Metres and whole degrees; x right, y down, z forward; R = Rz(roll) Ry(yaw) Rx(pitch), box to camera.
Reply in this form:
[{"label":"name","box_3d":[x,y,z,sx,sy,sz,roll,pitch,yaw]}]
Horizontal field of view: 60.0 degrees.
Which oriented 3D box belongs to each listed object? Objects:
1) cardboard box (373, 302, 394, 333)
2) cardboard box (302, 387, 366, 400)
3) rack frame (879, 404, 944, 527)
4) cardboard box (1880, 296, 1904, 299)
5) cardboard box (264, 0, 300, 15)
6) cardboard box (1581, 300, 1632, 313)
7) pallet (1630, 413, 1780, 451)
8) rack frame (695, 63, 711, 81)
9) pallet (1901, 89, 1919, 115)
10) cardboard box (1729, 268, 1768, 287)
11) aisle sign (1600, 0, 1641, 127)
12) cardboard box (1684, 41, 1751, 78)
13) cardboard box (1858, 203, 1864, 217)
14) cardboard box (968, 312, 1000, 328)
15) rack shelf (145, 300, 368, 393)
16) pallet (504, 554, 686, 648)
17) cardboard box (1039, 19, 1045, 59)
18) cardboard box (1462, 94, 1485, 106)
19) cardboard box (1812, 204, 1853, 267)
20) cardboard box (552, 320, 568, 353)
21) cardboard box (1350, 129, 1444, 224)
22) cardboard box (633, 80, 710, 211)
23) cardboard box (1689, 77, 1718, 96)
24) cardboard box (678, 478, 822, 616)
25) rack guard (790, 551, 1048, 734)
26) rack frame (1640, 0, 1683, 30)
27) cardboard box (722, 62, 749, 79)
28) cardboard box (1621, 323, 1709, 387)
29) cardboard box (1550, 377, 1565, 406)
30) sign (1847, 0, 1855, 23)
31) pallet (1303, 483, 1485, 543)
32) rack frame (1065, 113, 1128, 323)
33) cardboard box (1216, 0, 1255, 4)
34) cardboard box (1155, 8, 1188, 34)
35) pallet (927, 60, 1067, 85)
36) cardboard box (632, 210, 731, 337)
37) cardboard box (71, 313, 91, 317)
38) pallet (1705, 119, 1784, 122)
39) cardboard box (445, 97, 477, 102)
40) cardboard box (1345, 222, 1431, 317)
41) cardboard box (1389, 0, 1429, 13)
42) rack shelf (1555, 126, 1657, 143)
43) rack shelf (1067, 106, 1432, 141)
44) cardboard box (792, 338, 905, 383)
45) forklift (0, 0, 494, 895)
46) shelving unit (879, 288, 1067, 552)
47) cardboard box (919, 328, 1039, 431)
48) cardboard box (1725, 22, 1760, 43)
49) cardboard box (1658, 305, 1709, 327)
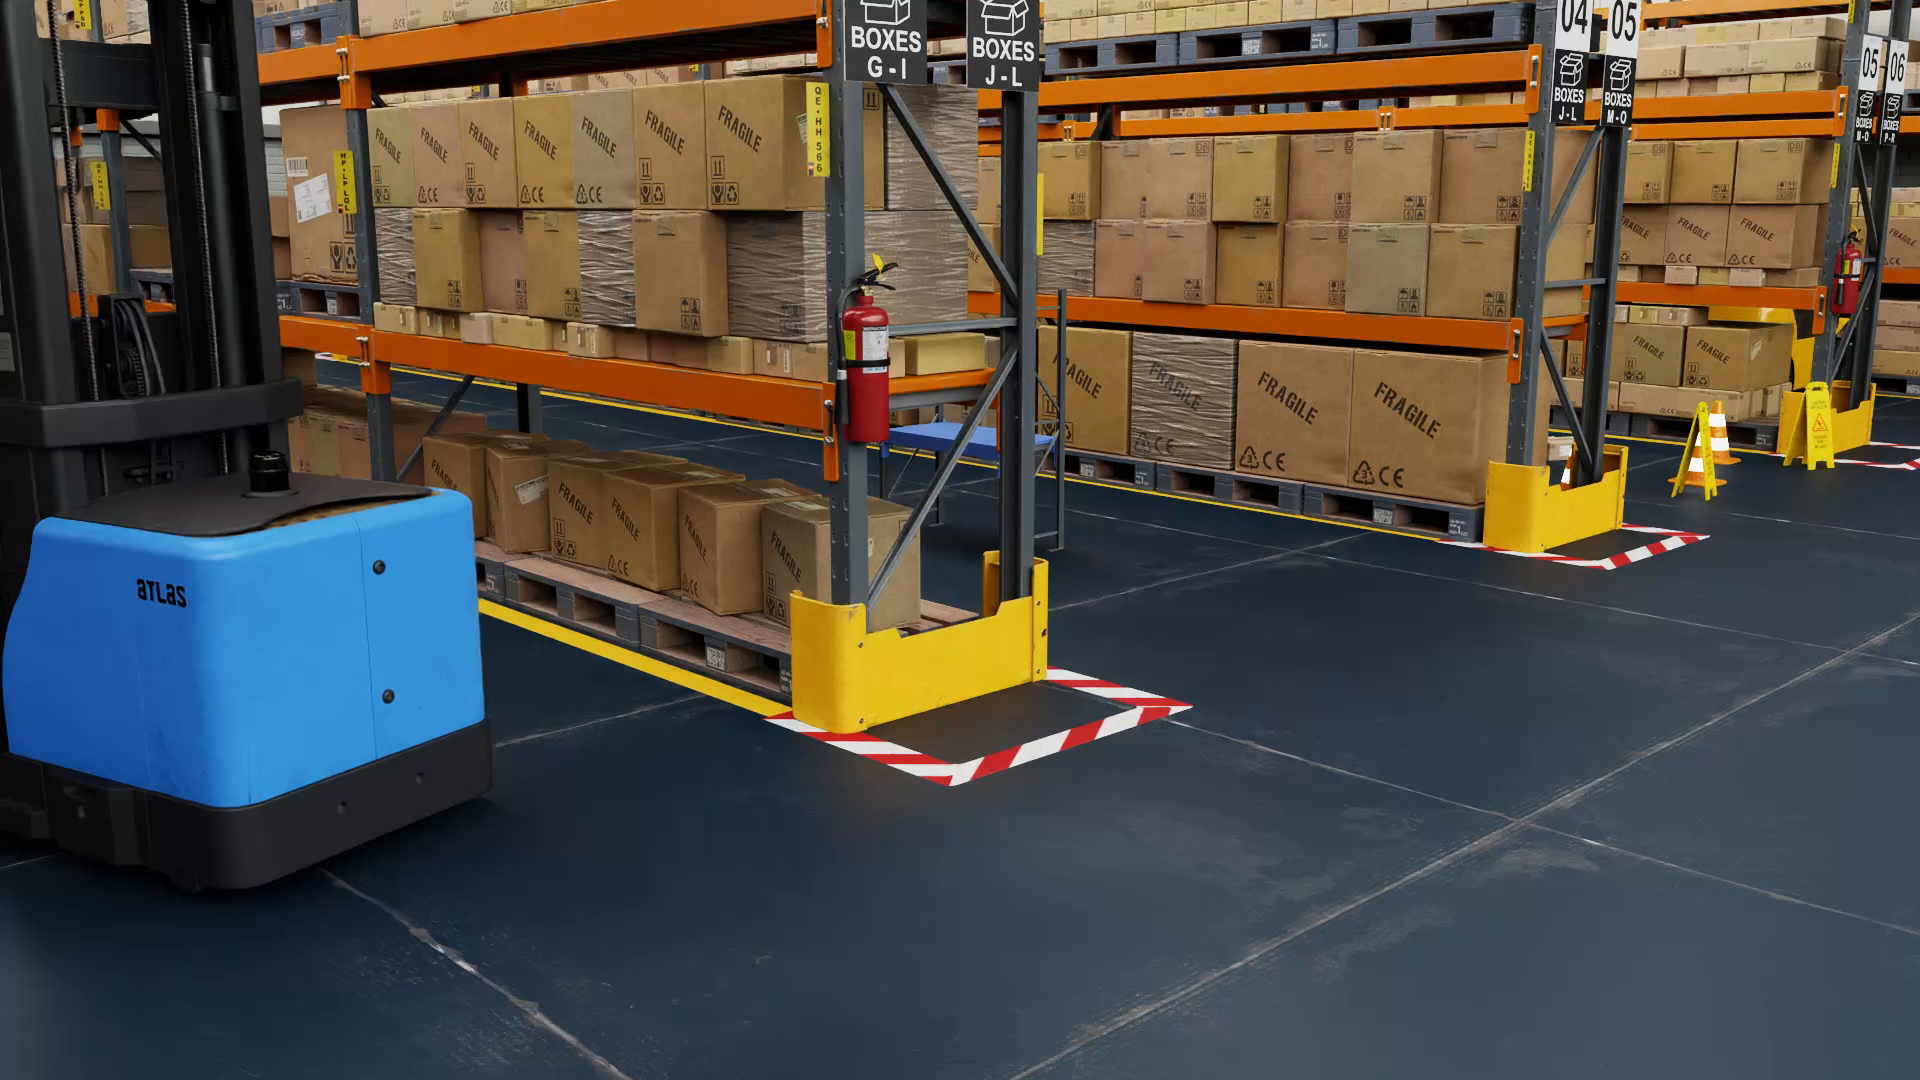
[{"label":"cardboard box","box_3d":[-2.923,-1.208,8.964,0.380,0.149,0.250,-11,16,-43]},{"label":"cardboard box","box_3d":[-4.350,-0.723,11.093,0.700,0.500,0.500,-9,15,-38]},{"label":"rack frame","box_3d":[-0.292,-0.796,10.060,0.500,1.500,0.032,-11,16,-43]},{"label":"cardboard box","box_3d":[9.783,-2.486,17.839,0.500,0.250,0.500,-11,16,-43]},{"label":"cardboard box","box_3d":[-3.758,-3.349,10.005,0.797,0.503,0.637,-10,15,-40]},{"label":"cardboard box","box_3d":[7.533,-2.595,19.916,0.875,0.625,0.625,-10,15,-40]},{"label":"pallet","box_3d":[6.488,-0.970,14.098,1.003,0.211,1.213,-11,16,-43]},{"label":"rack frame","box_3d":[-1.959,-5.603,14.805,1.000,3.000,0.127,-11,16,-43]},{"label":"pallet","box_3d":[10.194,-4.426,16.748,1.003,0.211,1.213,-11,16,-43]},{"label":"cardboard box","box_3d":[6.408,-2.125,13.413,0.380,0.149,0.250,-11,16,-43]},{"label":"aisle sign","box_3d":[3.831,-2.802,9.634,0.394,0.787,0.004,-11,16,-43]},{"label":"cardboard box","box_3d":[6.191,-3.855,13.392,0.500,0.250,0.500,-11,16,-43]},{"label":"cardboard box","box_3d":[9.507,-3.422,17.231,0.250,0.149,0.380,11,16,43]},{"label":"cardboard box","box_3d":[0.521,-2.777,20.183,0.875,0.875,0.875,-11,16,-42]},{"label":"rack shelf","box_3d":[-4.235,-1.344,10.783,1.077,0.370,4.000,-11,16,-43]},{"label":"pallet","box_3d":[-1.518,0.233,8.259,1.003,0.211,1.213,-11,16,-43]},{"label":"cardboard box","box_3d":[0.567,-3.862,12.832,0.258,0.266,0.396,-11,16,-43]},{"label":"cardboard box","box_3d":[4.743,-3.985,15.009,0.380,0.149,0.250,-11,16,-43]},{"label":"cardboard box","box_3d":[6.949,-2.504,13.647,0.500,0.500,0.500,-11,16,-43]},{"label":"cardboard box","box_3d":[-1.672,-0.961,7.764,0.380,0.149,0.250,-11,16,-43]},{"label":"cardboard box","box_3d":[2.891,-2.226,10.236,0.875,0.550,0.550,-11,16,-43]},{"label":"cardboard box","box_3d":[-1.000,-1.623,6.892,0.500,0.500,0.500,-11,16,-43]},{"label":"cardboard box","box_3d":[6.146,-3.682,13.540,0.380,0.149,0.250,-11,16,-42]},{"label":"cardboard box","box_3d":[-0.948,0.022,7.524,0.500,0.500,0.500,-6,13,-28]},{"label":"rack guard","box_3d":[-0.144,0.393,6.767,1.175,0.500,0.348,-11,16,-43]},{"label":"rack frame","box_3d":[7.901,-6.416,18.752,1.000,3.000,0.127,-11,16,-43]},{"label":"cardboard box","box_3d":[-2.161,-4.303,15.683,0.500,0.500,0.500,-11,16,-43]},{"label":"cardboard box","box_3d":[5.971,-1.584,14.081,0.500,0.500,0.500,-10,15,-40]},{"label":"cardboard box","box_3d":[5.271,-1.367,14.887,0.500,0.250,0.500,-11,16,-43]},{"label":"sign","box_3d":[6.661,-4.030,12.410,0.100,0.325,0.005,-11,16,-43]},{"label":"pallet","box_3d":[2.957,-0.237,10.539,1.003,0.211,1.213,-11,16,-43]},{"label":"rack frame","box_3d":[1.551,-3.369,18.830,1.000,3.000,0.127,-11,16,-43]},{"label":"cardboard box","box_3d":[1.987,-3.546,10.600,0.500,0.250,0.500,-11,16,-42]},{"label":"cardboard box","box_3d":[1.513,-3.433,11.040,0.380,0.149,0.250,-11,16,-43]},{"label":"pallet","box_3d":[0.134,-3.583,12.910,1.217,0.209,0.805,11,16,43]},{"label":"cardboard box","box_3d":[-0.884,-1.156,7.102,0.875,0.500,0.500,-11,16,-43]},{"label":"cardboard box","box_3d":[-6.688,-1.388,13.439,1.225,0.875,0.875,-11,16,-42]},{"label":"pallet","box_3d":[8.509,-4.782,18.477,1.003,0.211,1.213,-11,16,-43]},{"label":"cardboard box","box_3d":[-5.256,-4.678,18.122,0.500,0.250,0.500,-10,16,-41]},{"label":"cardboard box","box_3d":[2.881,-1.695,10.336,0.875,0.550,0.550,-11,16,-43]},{"label":"cardboard box","box_3d":[2.740,-3.173,9.781,0.380,0.149,0.250,-11,16,-42]},{"label":"rack shelf","box_3d":[6.520,-4.886,20.544,1.077,0.370,4.000,-11,16,-43]},{"label":"rack shelf","box_3d":[2.932,-4.194,17.184,1.077,0.370,4.000,-11,16,-43]},{"label":"cardboard box","box_3d":[-0.438,-0.710,6.548,0.380,0.149,0.250,-11,16,-43]},{"label":"forklift","box_3d":[-3.095,-0.605,5.584,3.031,2.935,1.130,6,13,29]},{"label":"shelving unit","box_3d":[0.059,-0.722,9.700,0.538,1.500,1.048,-11,16,-43]},{"label":"cardboard box","box_3d":[0.309,-1.263,13.141,1.050,0.750,0.750,-11,16,-43]},{"label":"cardboard box","box_3d":[6.289,-4.024,13.223,0.380,0.149,0.250,-11,16,-43]},{"label":"cardboard box","box_3d":[6.032,-1.870,13.863,0.380,0.149,0.250,-10,15,-41]}]
